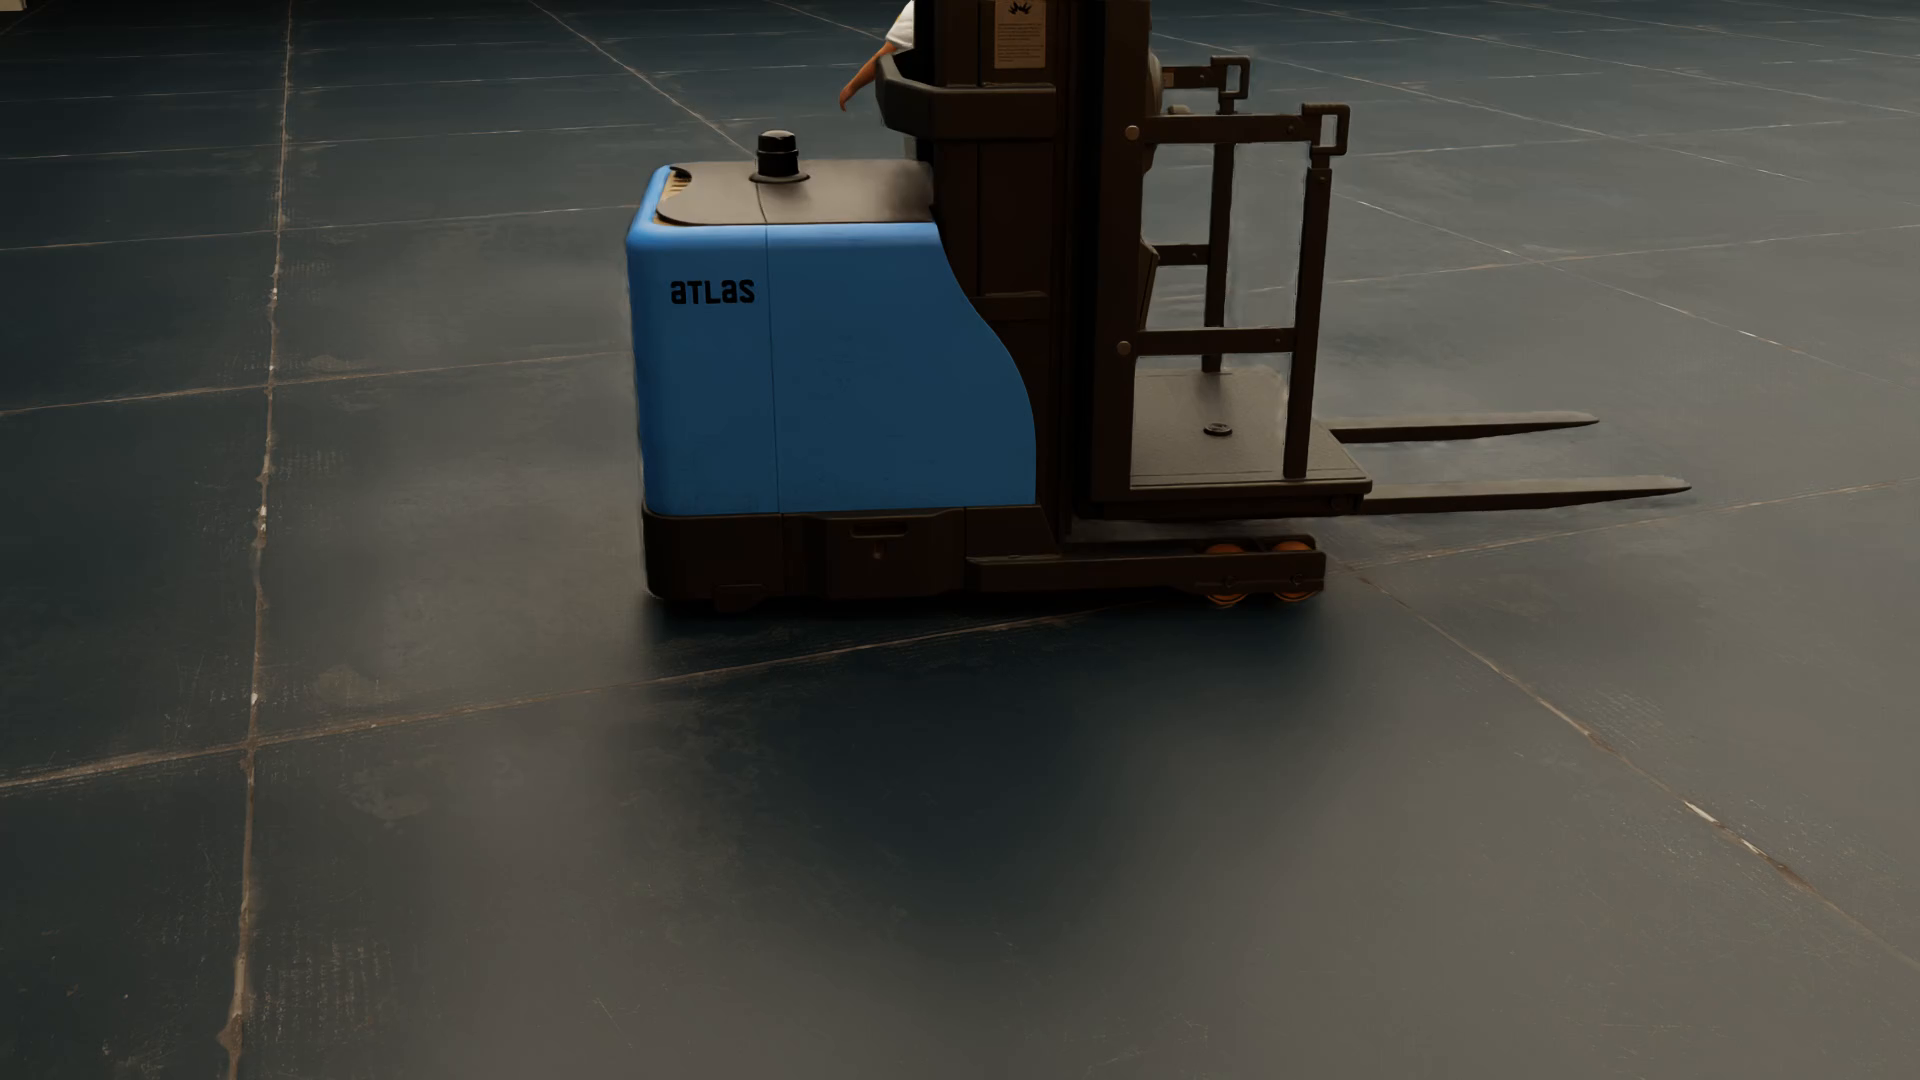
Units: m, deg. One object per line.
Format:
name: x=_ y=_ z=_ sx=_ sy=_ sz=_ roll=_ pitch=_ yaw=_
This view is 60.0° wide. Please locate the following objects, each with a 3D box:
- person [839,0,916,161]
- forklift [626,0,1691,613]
person: x=-0.084 y=-1.864 z=7.469 sx=0.843 sy=1.685 sz=0.488 roll=-11 pitch=25 yaw=-24
forklift: x=0.607 y=-1.374 z=4.566 sx=3.031 sy=2.935 sz=1.130 roll=-2 pitch=23 yaw=-5
